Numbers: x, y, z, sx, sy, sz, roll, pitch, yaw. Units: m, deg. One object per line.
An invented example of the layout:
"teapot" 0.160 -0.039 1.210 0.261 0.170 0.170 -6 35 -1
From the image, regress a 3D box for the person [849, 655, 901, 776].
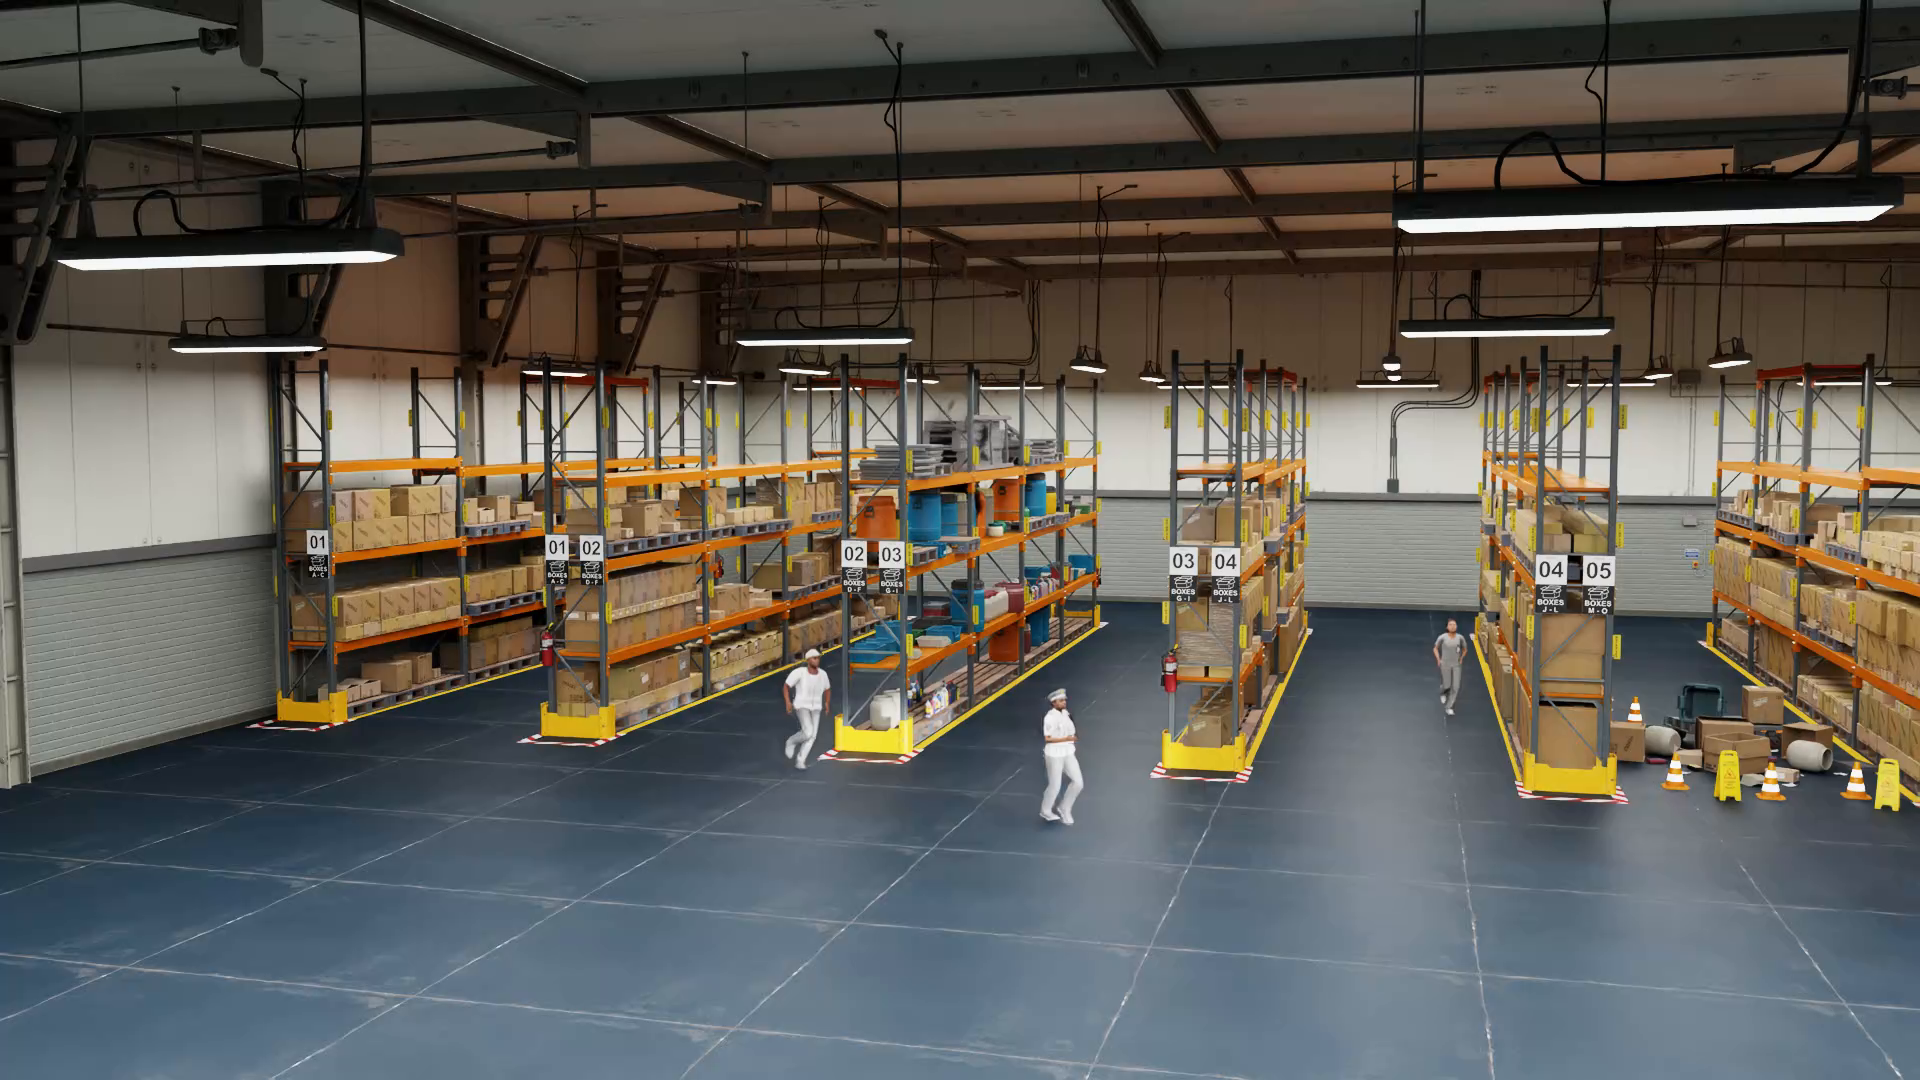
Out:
"person" -1.138 2.403 22.996 0.711 1.669 0.883 -3 5 -39

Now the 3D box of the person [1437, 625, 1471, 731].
"person" 8.009 2.211 26.922 0.574 1.632 0.923 0 4 6

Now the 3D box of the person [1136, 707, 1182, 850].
"person" 2.302 2.773 19.509 0.575 1.651 0.590 -4 6 -44
